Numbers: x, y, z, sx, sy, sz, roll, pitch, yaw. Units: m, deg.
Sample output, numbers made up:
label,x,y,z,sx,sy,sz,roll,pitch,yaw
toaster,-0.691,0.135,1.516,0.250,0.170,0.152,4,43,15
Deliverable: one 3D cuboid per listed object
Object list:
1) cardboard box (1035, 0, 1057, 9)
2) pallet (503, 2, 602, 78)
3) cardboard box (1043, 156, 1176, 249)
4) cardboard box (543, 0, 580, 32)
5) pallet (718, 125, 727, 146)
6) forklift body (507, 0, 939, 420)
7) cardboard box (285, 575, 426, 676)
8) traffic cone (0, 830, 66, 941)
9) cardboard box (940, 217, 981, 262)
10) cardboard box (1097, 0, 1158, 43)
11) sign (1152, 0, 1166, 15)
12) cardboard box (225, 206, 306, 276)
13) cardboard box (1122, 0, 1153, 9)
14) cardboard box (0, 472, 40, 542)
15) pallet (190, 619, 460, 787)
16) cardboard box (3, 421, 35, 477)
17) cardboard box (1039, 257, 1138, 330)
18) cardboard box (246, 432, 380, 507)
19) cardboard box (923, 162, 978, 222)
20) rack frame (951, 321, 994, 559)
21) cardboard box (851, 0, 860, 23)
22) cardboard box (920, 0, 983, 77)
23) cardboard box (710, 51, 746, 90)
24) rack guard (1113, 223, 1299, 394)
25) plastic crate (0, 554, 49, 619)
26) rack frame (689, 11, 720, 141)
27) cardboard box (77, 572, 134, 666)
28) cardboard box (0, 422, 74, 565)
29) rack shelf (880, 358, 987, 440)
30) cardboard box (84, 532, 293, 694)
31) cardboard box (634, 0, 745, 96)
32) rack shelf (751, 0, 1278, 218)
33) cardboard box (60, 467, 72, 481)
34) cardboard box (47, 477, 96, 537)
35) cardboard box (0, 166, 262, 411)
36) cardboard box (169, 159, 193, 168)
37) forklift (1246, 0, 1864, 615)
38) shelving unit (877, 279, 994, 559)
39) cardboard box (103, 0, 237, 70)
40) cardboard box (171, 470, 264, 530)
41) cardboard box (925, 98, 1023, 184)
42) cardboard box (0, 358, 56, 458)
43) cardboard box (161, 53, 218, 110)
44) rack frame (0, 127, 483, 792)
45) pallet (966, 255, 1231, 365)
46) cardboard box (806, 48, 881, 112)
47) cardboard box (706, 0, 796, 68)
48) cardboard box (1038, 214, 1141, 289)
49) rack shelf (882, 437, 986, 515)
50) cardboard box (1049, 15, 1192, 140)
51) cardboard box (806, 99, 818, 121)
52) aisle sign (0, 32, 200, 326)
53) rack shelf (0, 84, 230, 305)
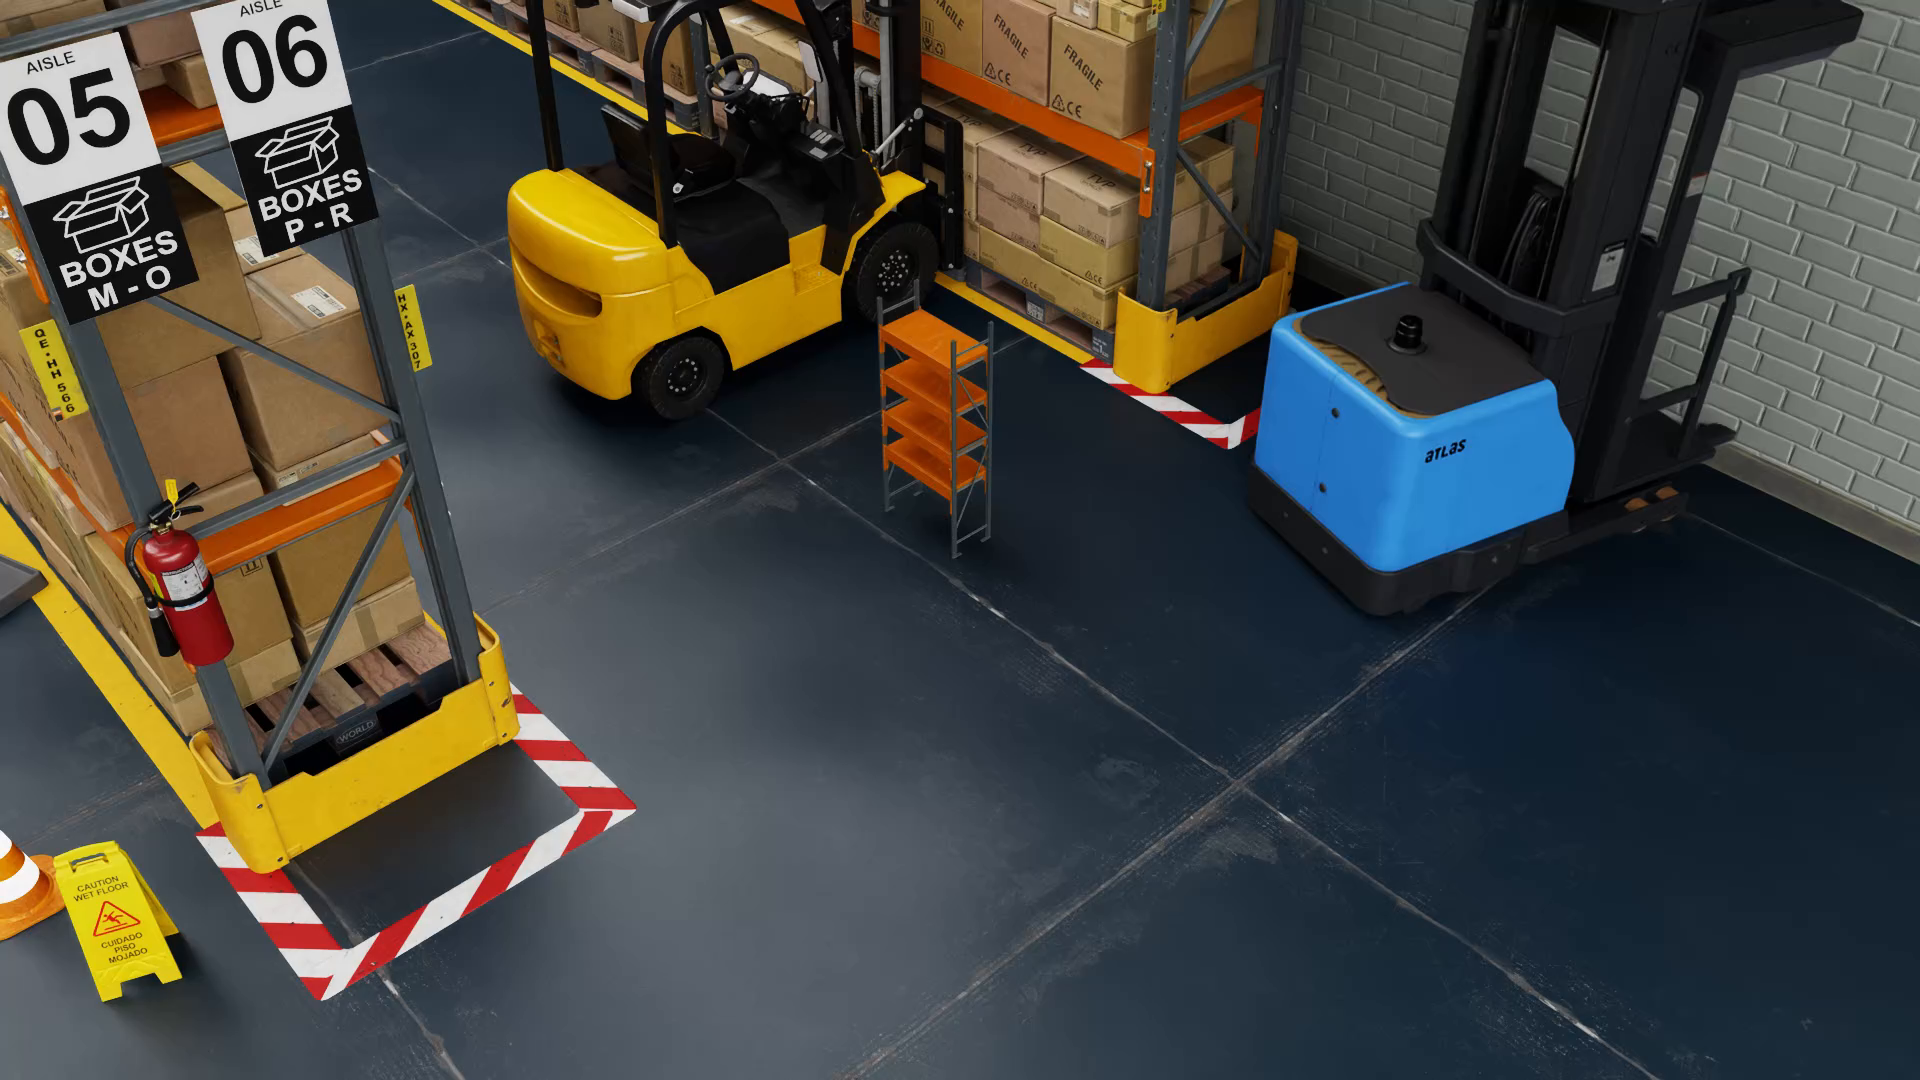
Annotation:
label,x,y,z,sx,sy,sz,roll,pitch,yaw
cardboard box,0.574,-2.858,8.514,0.380,0.149,0.250,-29,47,-31
pallet,-2.722,-3.930,12.655,1.003,0.211,1.213,-30,48,-32
cardboard box,0.799,-1.837,8.904,0.500,0.250,0.500,-28,47,-30
cardboard box,-2.756,-4.311,12.464,0.875,0.625,0.625,-32,49,-33
pallet,-0.859,-2.655,11.077,1.003,0.211,1.213,-30,48,-32
forklift body,-1.287,-2.046,8.780,2.313,2.155,1.214,-30,48,-32
cardboard box,-2.656,0.253,7.112,0.500,0.250,0.500,-30,48,-32
traffic cone,-3.555,1.173,6.137,0.336,0.463,0.334,-30,48,-32
cardboard box,0.128,-1.920,9.803,0.500,0.250,0.500,-29,47,-31
cardboard box,0.899,-2.607,8.202,0.380,0.149,0.250,-29,47,-31
sign,0.931,-2.592,7.670,0.100,0.325,0.005,-30,48,-32
cardboard box,-2.783,-0.893,6.360,0.500,0.500,0.500,-28,47,-31
cardboard box,0.942,-2.757,8.152,0.380,0.149,0.250,-30,48,-32
cardboard box,-4.089,-0.233,7.714,0.500,0.250,0.500,-31,48,-32
pallet,-2.889,0.496,7.176,1.003,0.211,1.213,-30,48,-32
cardboard box,-3.690,-0.442,6.859,0.380,0.149,0.250,-28,47,-30
cardboard box,0.789,-1.451,9.221,0.500,0.250,0.500,-30,47,-31
cardboard box,-2.391,-0.310,6.155,0.380,0.149,0.250,-30,48,-32
cardboard box,0.084,-2.121,9.653,0.500,0.250,0.500,-31,48,-33
rack frame,0.053,-0.430,7.536,0.240,1.200,0.015,-30,48,-32
cardboard box,-0.550,-3.380,9.676,0.500,0.500,0.500,-30,48,-32
cardboard box,0.123,-2.910,9.094,0.500,0.500,0.500,-31,48,-32
cardboard box,-1.266,-3.058,10.814,0.500,0.250,0.500,-30,48,-32
rack guard,1.356,-1.290,9.158,1.175,0.500,0.348,-30,48,-32
plastic crate,-4.561,0.197,7.651,0.583,0.080,0.402,18,42,21
rack frame,-1.366,-4.125,10.678,1.000,3.000,0.127,-30,48,-32
cardboard box,-3.403,0.240,7.127,0.500,0.250,0.500,-30,48,-32
cardboard box,-3.739,-0.285,7.181,0.500,0.500,0.500,-31,48,-33
rack shelf,-0.112,-0.665,7.577,0.258,0.148,0.480,-30,48,-32
cardboard box,-3.048,0.192,6.591,0.500,0.500,0.500,-30,47,-31
cardboard box,-1.727,-3.602,11.586,0.875,0.625,0.625,-28,46,-30
rack shelf,-0.013,-2.920,9.758,1.077,0.370,4.000,-30,48,-32
cardboard box,-3.135,-0.345,6.198,0.380,0.149,0.250,-31,48,-32
cardboard box,-3.346,-0.202,6.562,0.380,0.149,0.250,-29,47,-31
cardboard box,-2.820,-0.850,5.511,0.700,0.500,0.500,-31,48,-33
cardboard box,-3.478,-1.360,6.938,0.500,0.500,0.500,-31,48,-33
forklift,2.938,-1.453,7.425,3.031,2.935,1.130,-18,42,-21
shelving unit,-0.112,-0.543,7.676,0.258,1.200,0.503,-30,48,-32
cardboard box,-2.458,-1.733,5.212,0.500,0.250,0.500,-31,48,-32
cardboard box,-2.724,-0.147,5.953,0.380,0.149,0.250,-28,47,-30
cardboard box,0.100,-2.300,9.477,0.500,0.250,0.500,-29,47,-31
cardboard box,-3.219,-0.685,6.103,0.500,0.500,0.500,-30,48,-32
cardboard box,-2.299,-1.524,5.270,0.380,0.149,0.250,-30,48,-32
rack frame,-2.314,-0.163,5.772,1.000,3.000,0.127,-30,48,-32
pallet,0.792,-1.525,9.678,1.003,0.211,1.213,-30,48,-32
cardboard box,-0.586,-2.784,10.076,0.500,0.250,0.500,-28,47,-30
cardboard box,-1.270,-3.251,10.654,0.500,0.250,0.500,-31,48,-32
cardboard box,0.780,-1.655,9.075,0.500,0.250,0.500,-31,48,-32
rack shelf,-0.112,-0.337,7.843,0.258,0.148,0.480,-30,48,-32
cardboard box,0.814,-2.429,8.499,0.500,0.500,0.500,-31,48,-33
cardboard box,-0.592,-2.589,10.232,0.500,0.250,0.500,-30,48,-32
aisle sign,-2.486,-1.022,4.767,0.394,0.787,0.004,-30,48,-32
rack shelf,-3.667,-1.976,6.202,1.077,0.370,4.000,-30,48,-32
